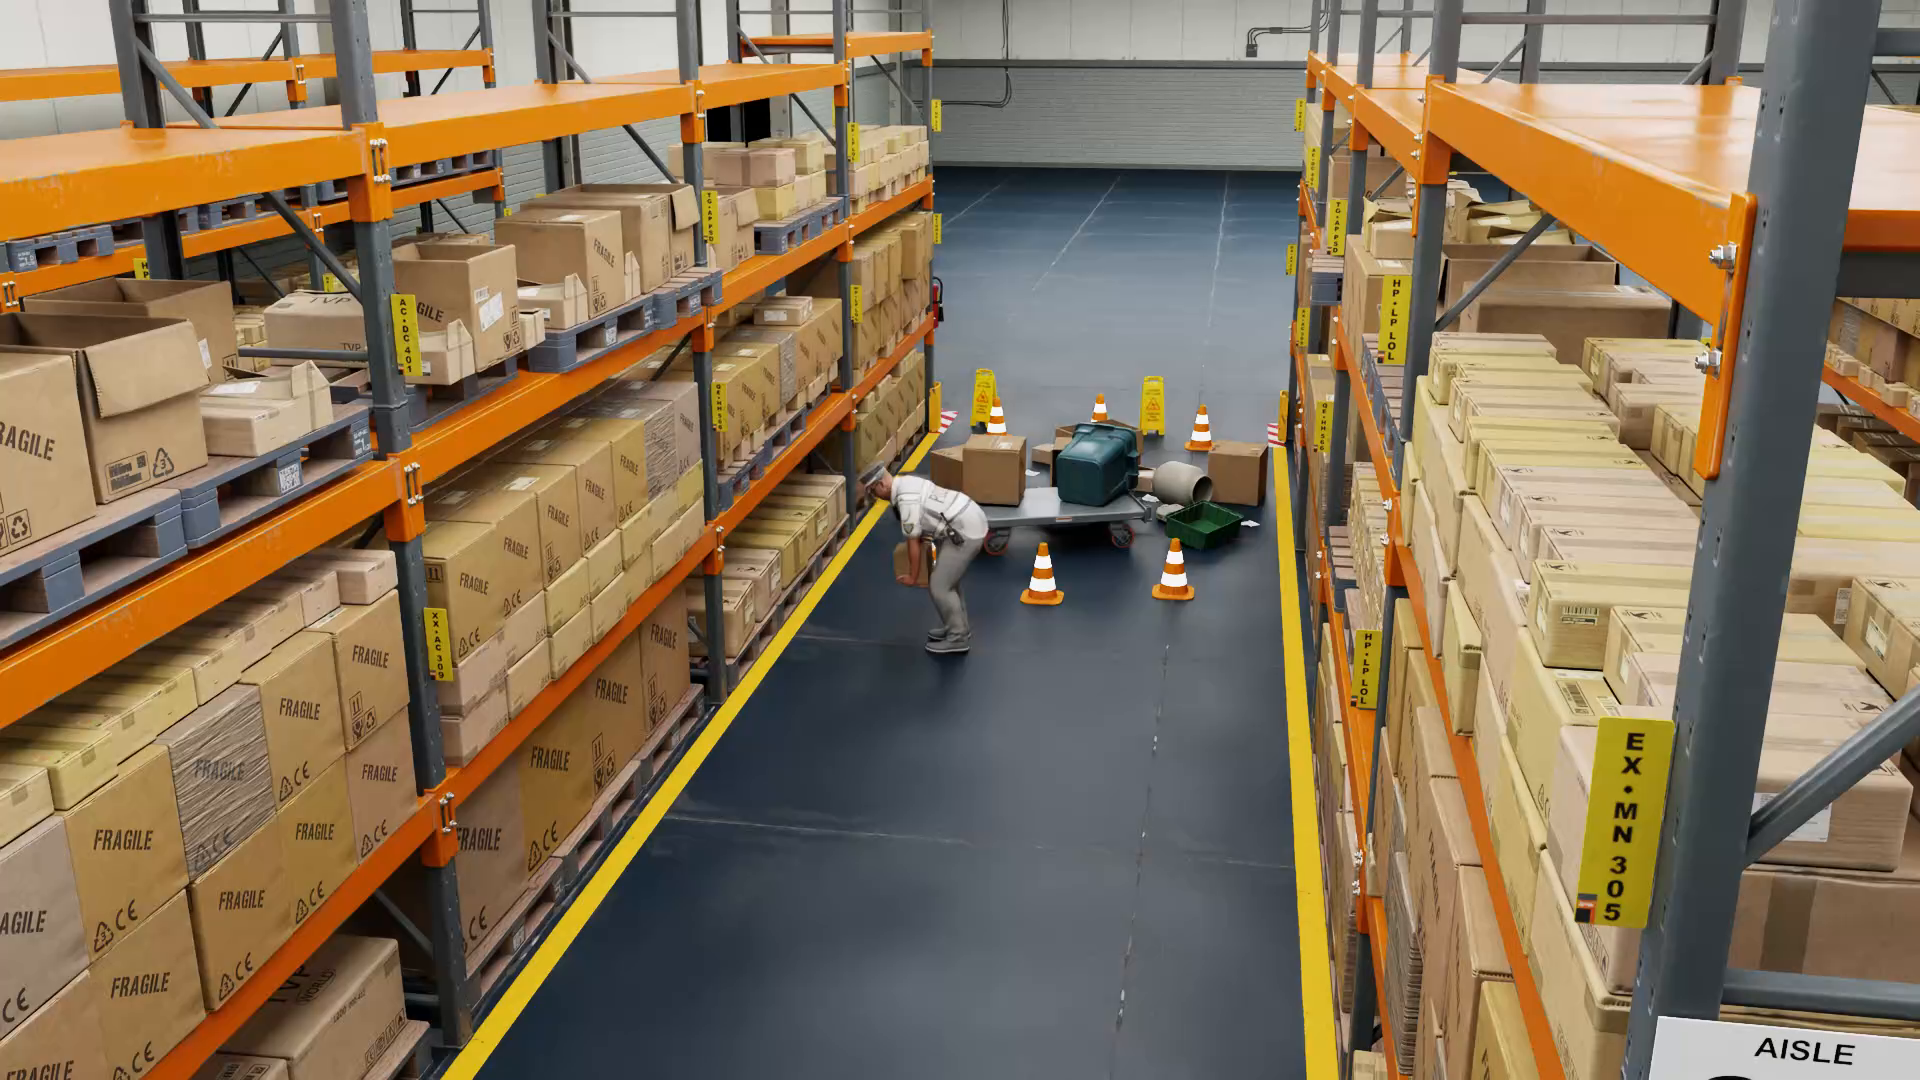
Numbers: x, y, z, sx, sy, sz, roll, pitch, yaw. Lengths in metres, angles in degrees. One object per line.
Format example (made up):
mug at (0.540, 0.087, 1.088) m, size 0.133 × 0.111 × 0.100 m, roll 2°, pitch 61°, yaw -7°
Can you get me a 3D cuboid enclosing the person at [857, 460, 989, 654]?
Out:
person at (-0.275, 0.108, 12.280) m, size 0.966 × 1.409 × 0.468 m, roll 2°, pitch 18°, yaw 7°
